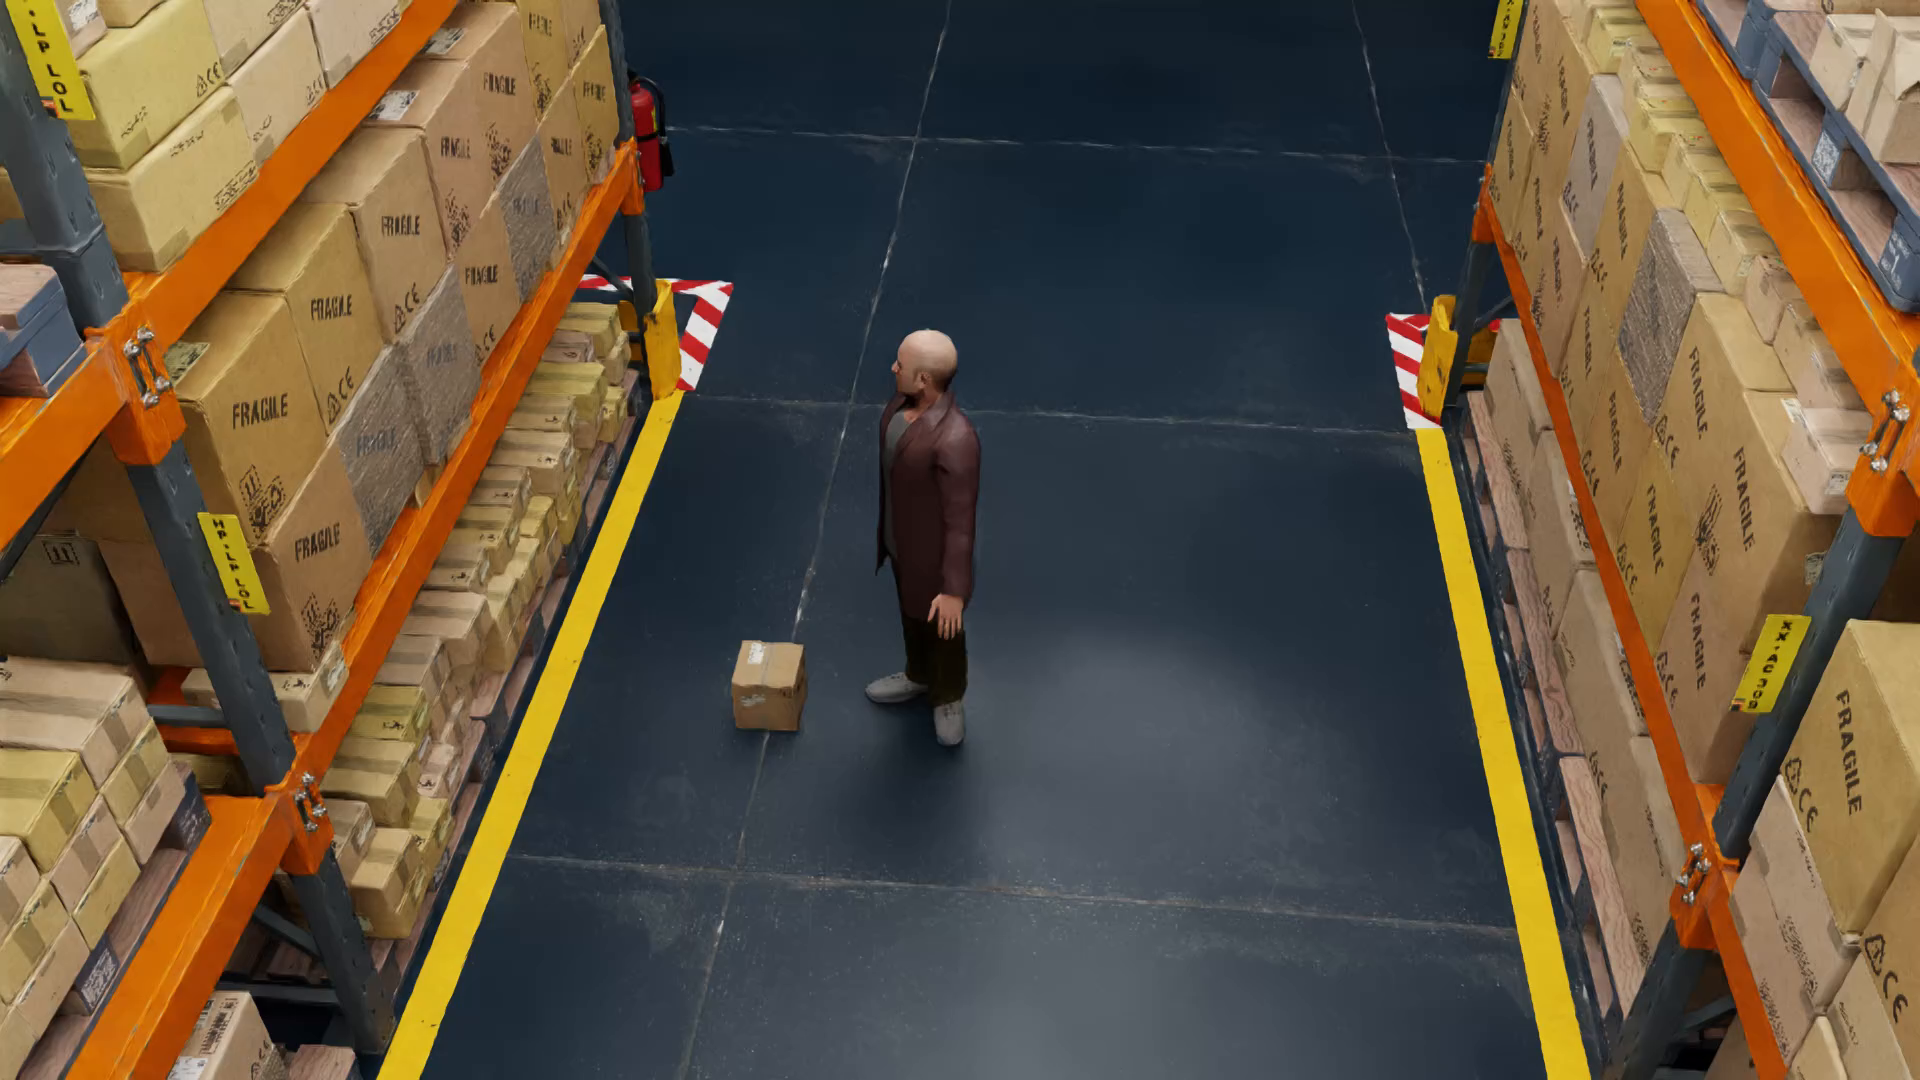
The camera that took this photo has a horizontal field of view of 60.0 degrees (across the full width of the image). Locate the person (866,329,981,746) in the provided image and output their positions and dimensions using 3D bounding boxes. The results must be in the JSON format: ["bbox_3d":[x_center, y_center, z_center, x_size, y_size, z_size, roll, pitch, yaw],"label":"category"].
[{"bbox_3d":[-0.123,0.022,6.112,0.379,1.785,0.735,-16,42,-19],"label":"person"}]
